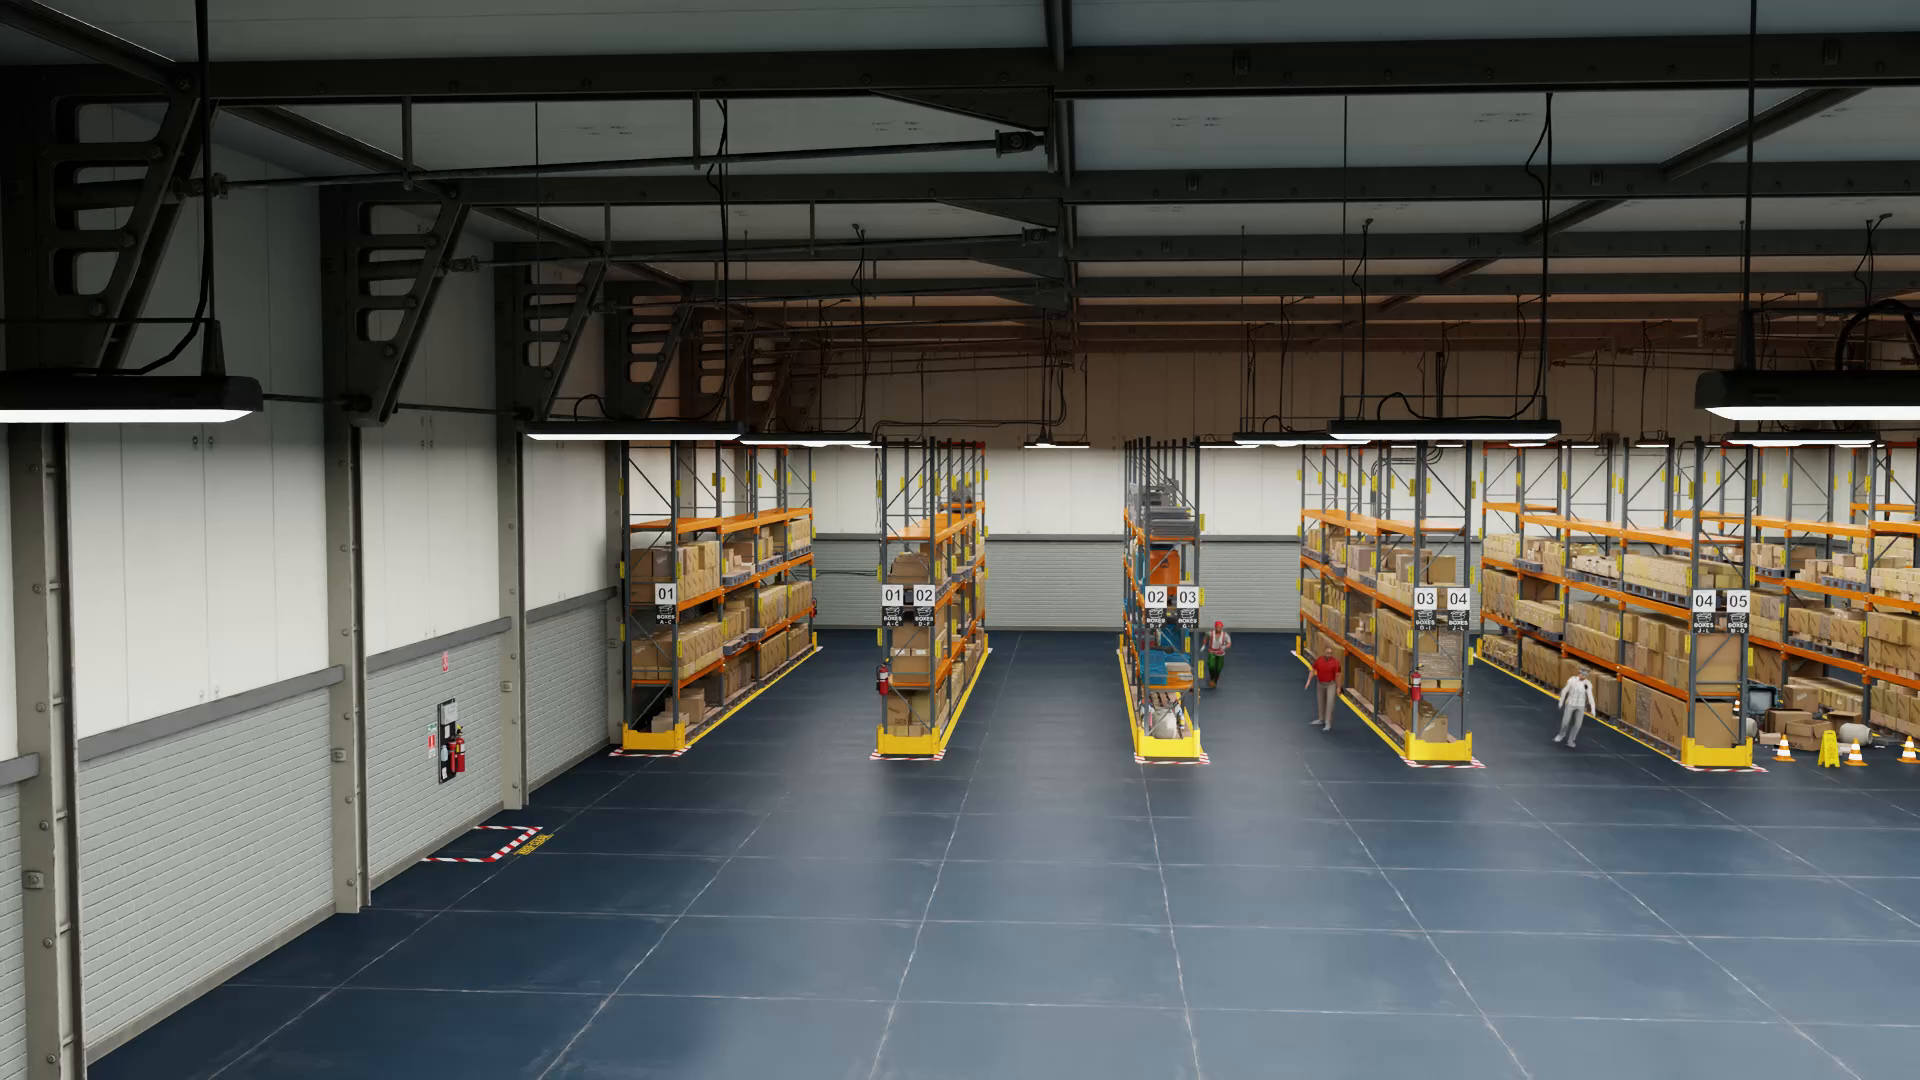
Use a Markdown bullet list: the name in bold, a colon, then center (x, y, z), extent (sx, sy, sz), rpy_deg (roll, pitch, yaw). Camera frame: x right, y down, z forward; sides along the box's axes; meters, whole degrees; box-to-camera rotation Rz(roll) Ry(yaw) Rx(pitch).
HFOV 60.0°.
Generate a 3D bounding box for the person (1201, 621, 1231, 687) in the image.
- **person**: center (6.148, 2.742, 39.938), extent (0.685, 1.649, 0.964), rpy_deg (0, 3, 2)

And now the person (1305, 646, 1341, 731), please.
- **person**: center (7.529, 3.039, 34.382), extent (0.723, 1.721, 0.782), rpy_deg (2, 4, 37)

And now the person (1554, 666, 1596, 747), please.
- **person**: center (11.857, 3.203, 32.044), extent (0.704, 1.589, 0.608), rpy_deg (1, 3, 12)

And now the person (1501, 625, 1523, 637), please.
- **person**: center (16.102, 2.291, 48.616), extent (0.897, 1.631, 0.603), rpy_deg (-2, 4, -33)
